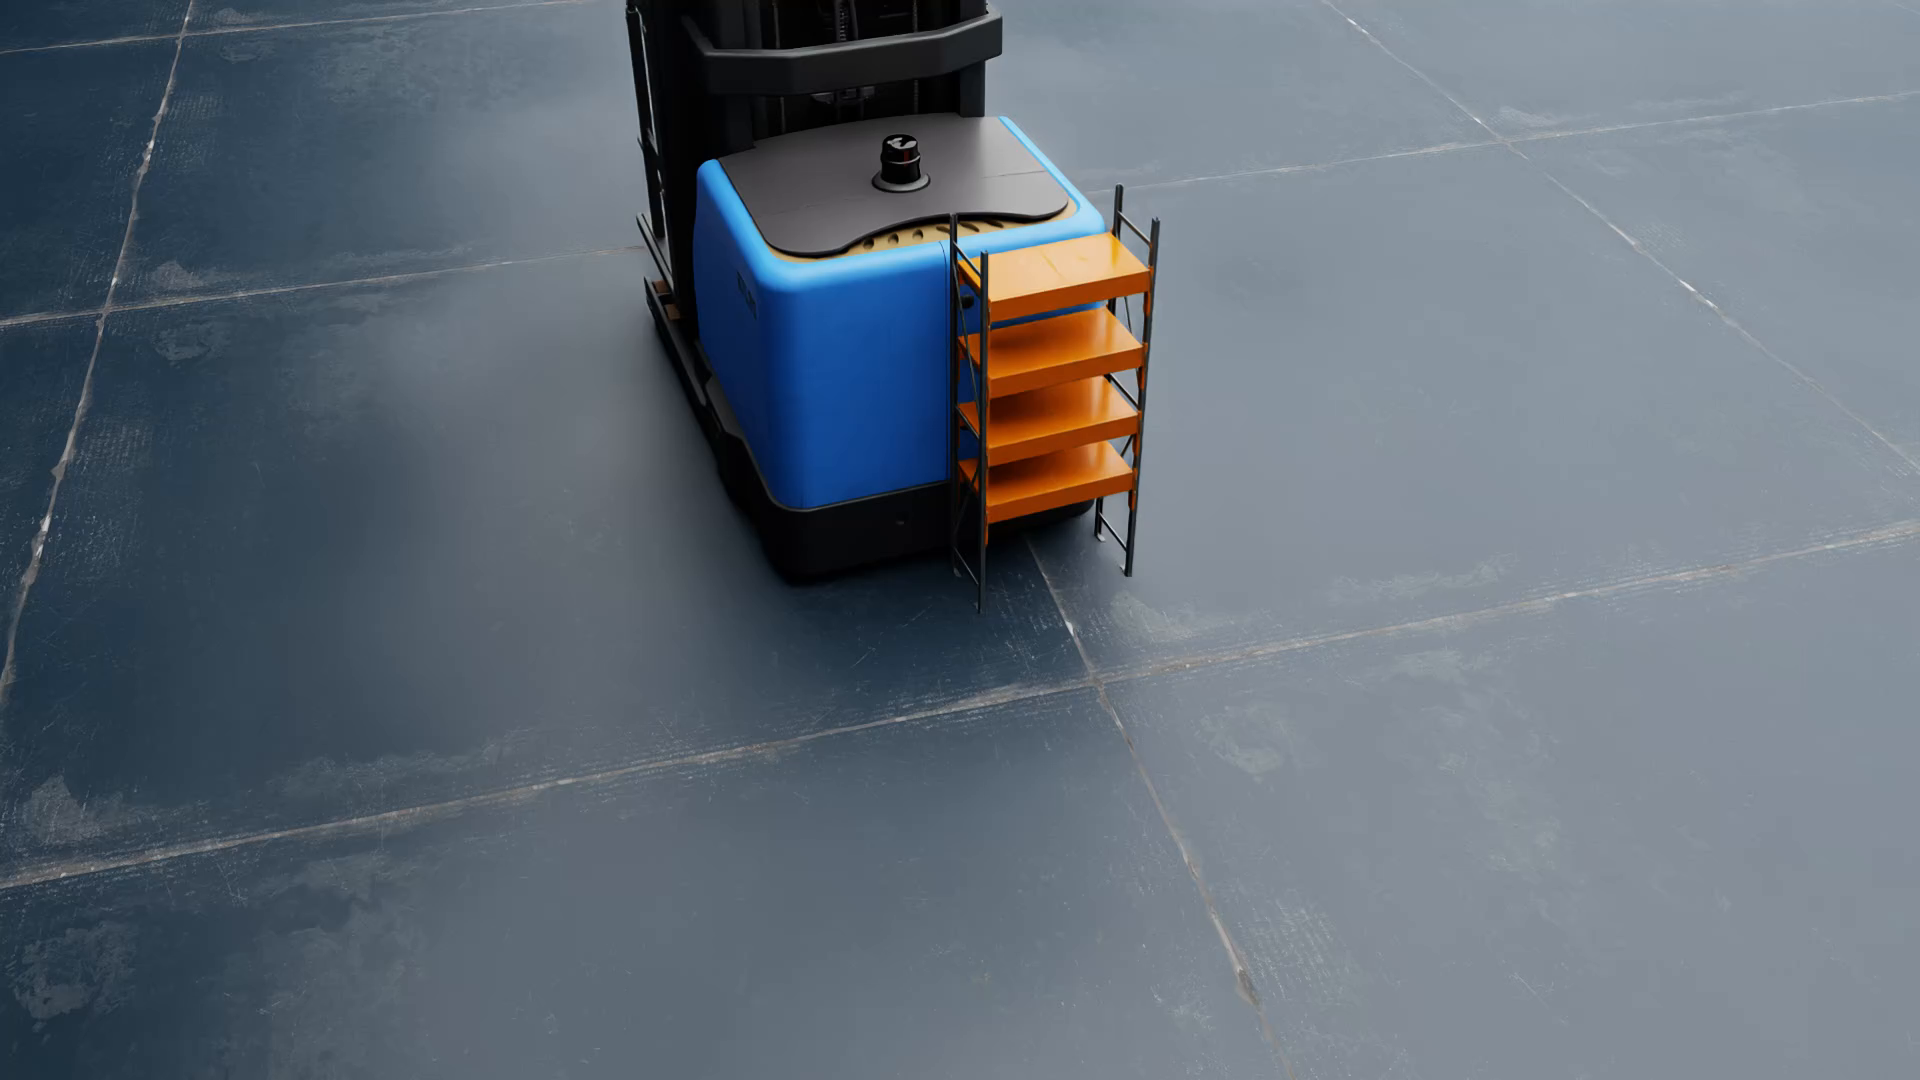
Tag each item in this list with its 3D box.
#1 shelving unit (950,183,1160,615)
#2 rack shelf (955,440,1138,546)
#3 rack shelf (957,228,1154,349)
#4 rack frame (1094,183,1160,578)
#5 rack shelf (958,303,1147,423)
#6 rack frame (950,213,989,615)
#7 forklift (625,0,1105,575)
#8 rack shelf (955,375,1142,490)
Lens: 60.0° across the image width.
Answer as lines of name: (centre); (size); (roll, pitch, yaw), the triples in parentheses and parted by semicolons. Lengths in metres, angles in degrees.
shelving unit: (0.250, -0.376, 4.754); (0.503, 1.200, 0.258); (-14, 39, -17)
rack shelf: (0.250, -0.165, 4.915); (0.480, 0.148, 0.258); (-14, 39, -17)
rack shelf: (0.250, -0.688, 4.515); (0.480, 0.148, 0.258); (-14, 39, -17)
rack frame: (0.476, -0.431, 4.825); (0.015, 1.200, 0.240); (-14, 39, -17)
rack shelf: (0.250, -0.500, 4.659); (0.480, 0.148, 0.258); (-14, 39, -17)
rack frame: (0.023, -0.321, 4.682); (0.015, 1.200, 0.240); (-14, 39, -17)
forklift: (-0.552, -1.956, 5.394); (1.130, 2.935, 3.031); (-12, 39, -16)
rack shelf: (0.250, -0.322, 4.794); (0.480, 0.148, 0.258); (-14, 39, -17)
